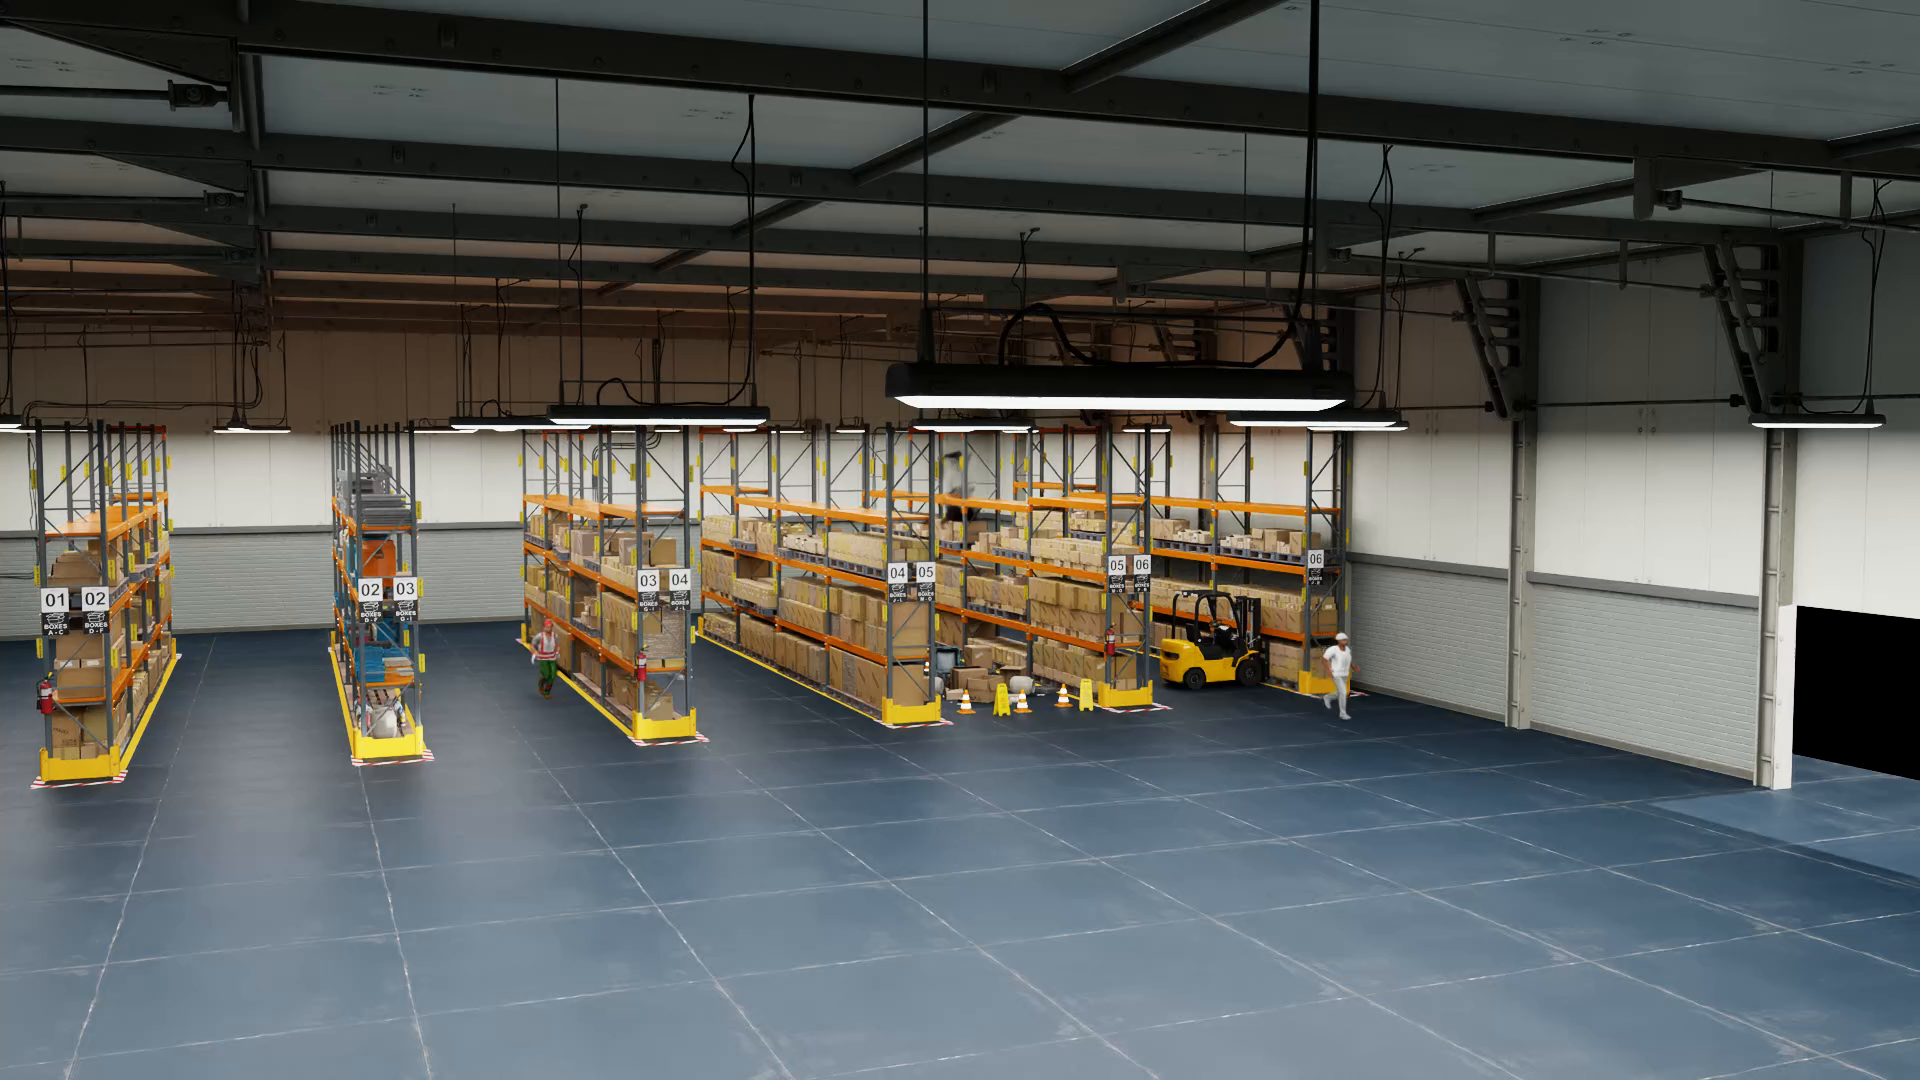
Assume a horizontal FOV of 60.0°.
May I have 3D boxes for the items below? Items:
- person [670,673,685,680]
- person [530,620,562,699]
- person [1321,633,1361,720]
[{"bbox_3d":[-6.653,2.462,39.058,0.537,1.586,0.881,-2,4,-30],"label":"person"},{"bbox_3d":[-8.939,2.602,36.032,0.670,1.732,0.633,-2,4,-32],"label":"person"},{"bbox_3d":[7.671,2.744,33.877,0.680,1.738,0.855,-2,4,-33],"label":"person"}]
